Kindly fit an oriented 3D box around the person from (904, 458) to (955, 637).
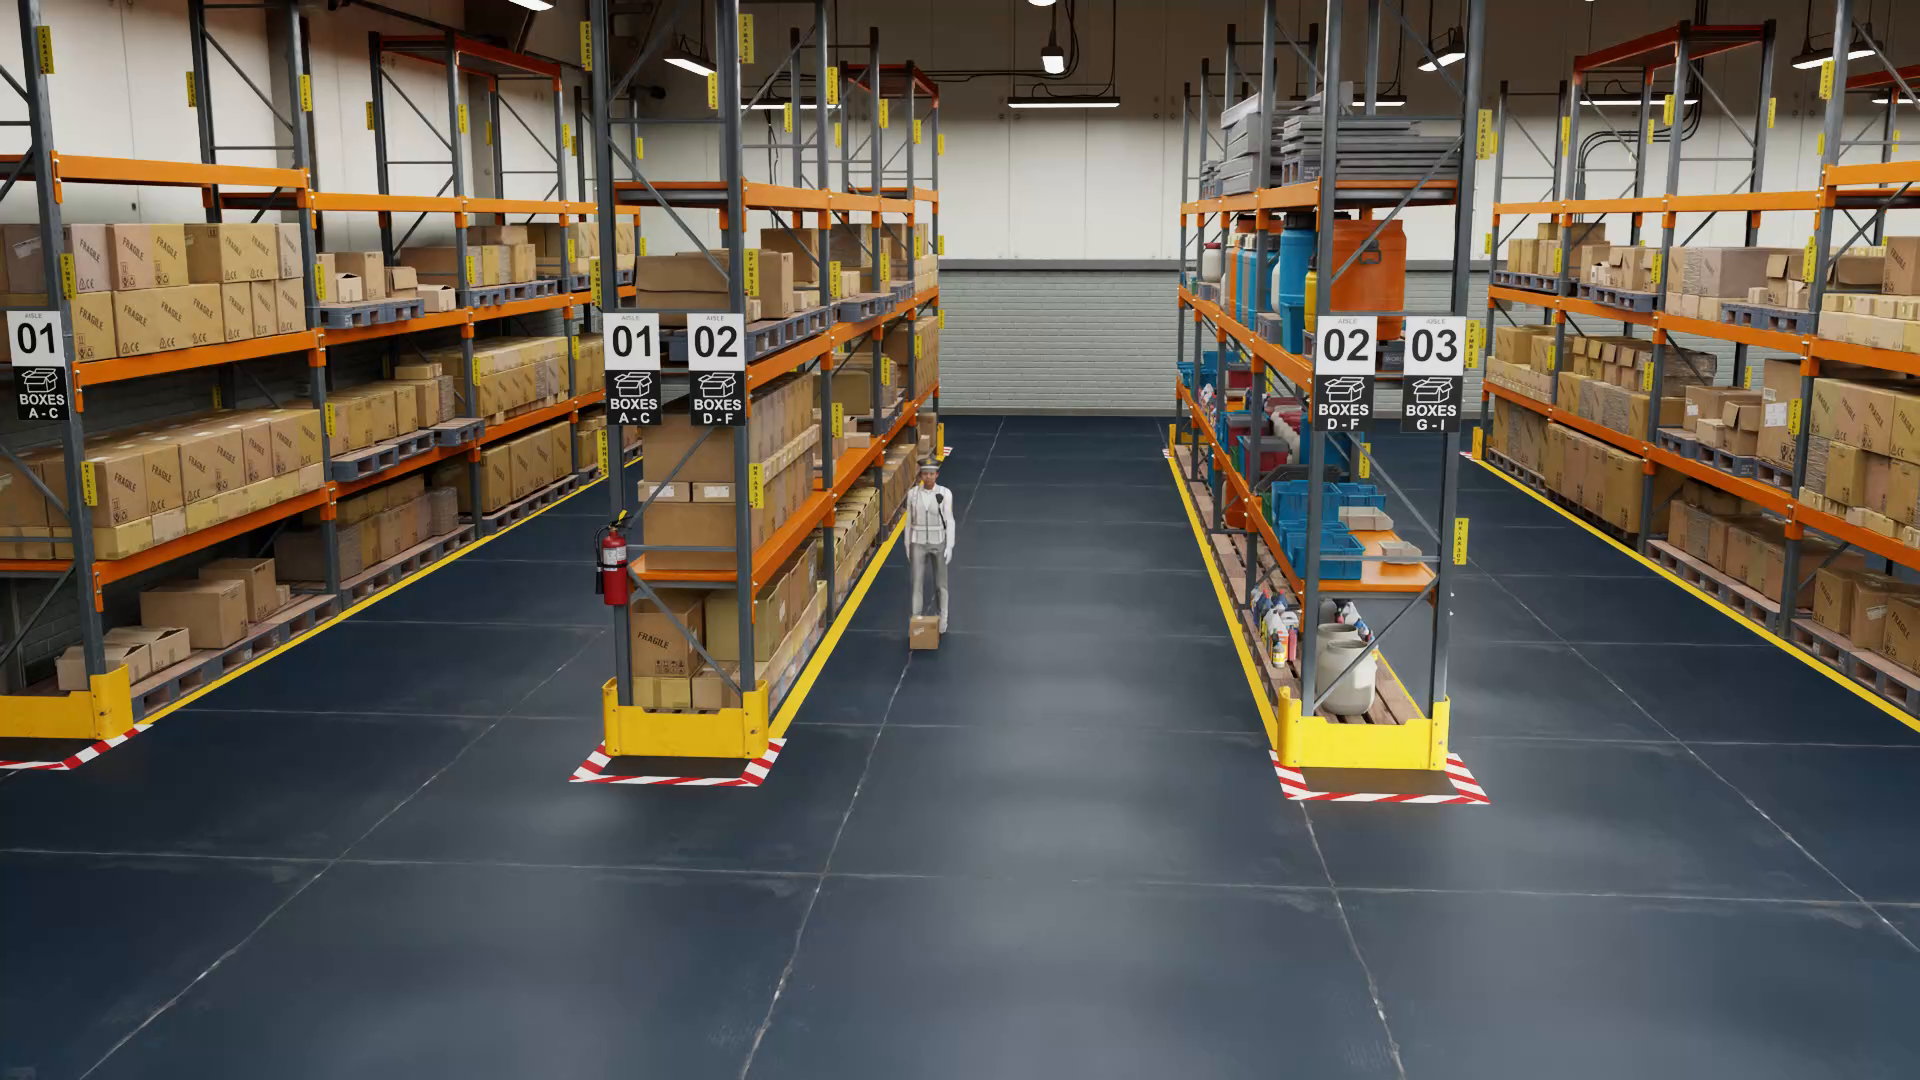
[{"bbox_3d":[-0.293,0.066,15.522,0.481,1.690,0.538,1,11,4],"label":"person"}]
